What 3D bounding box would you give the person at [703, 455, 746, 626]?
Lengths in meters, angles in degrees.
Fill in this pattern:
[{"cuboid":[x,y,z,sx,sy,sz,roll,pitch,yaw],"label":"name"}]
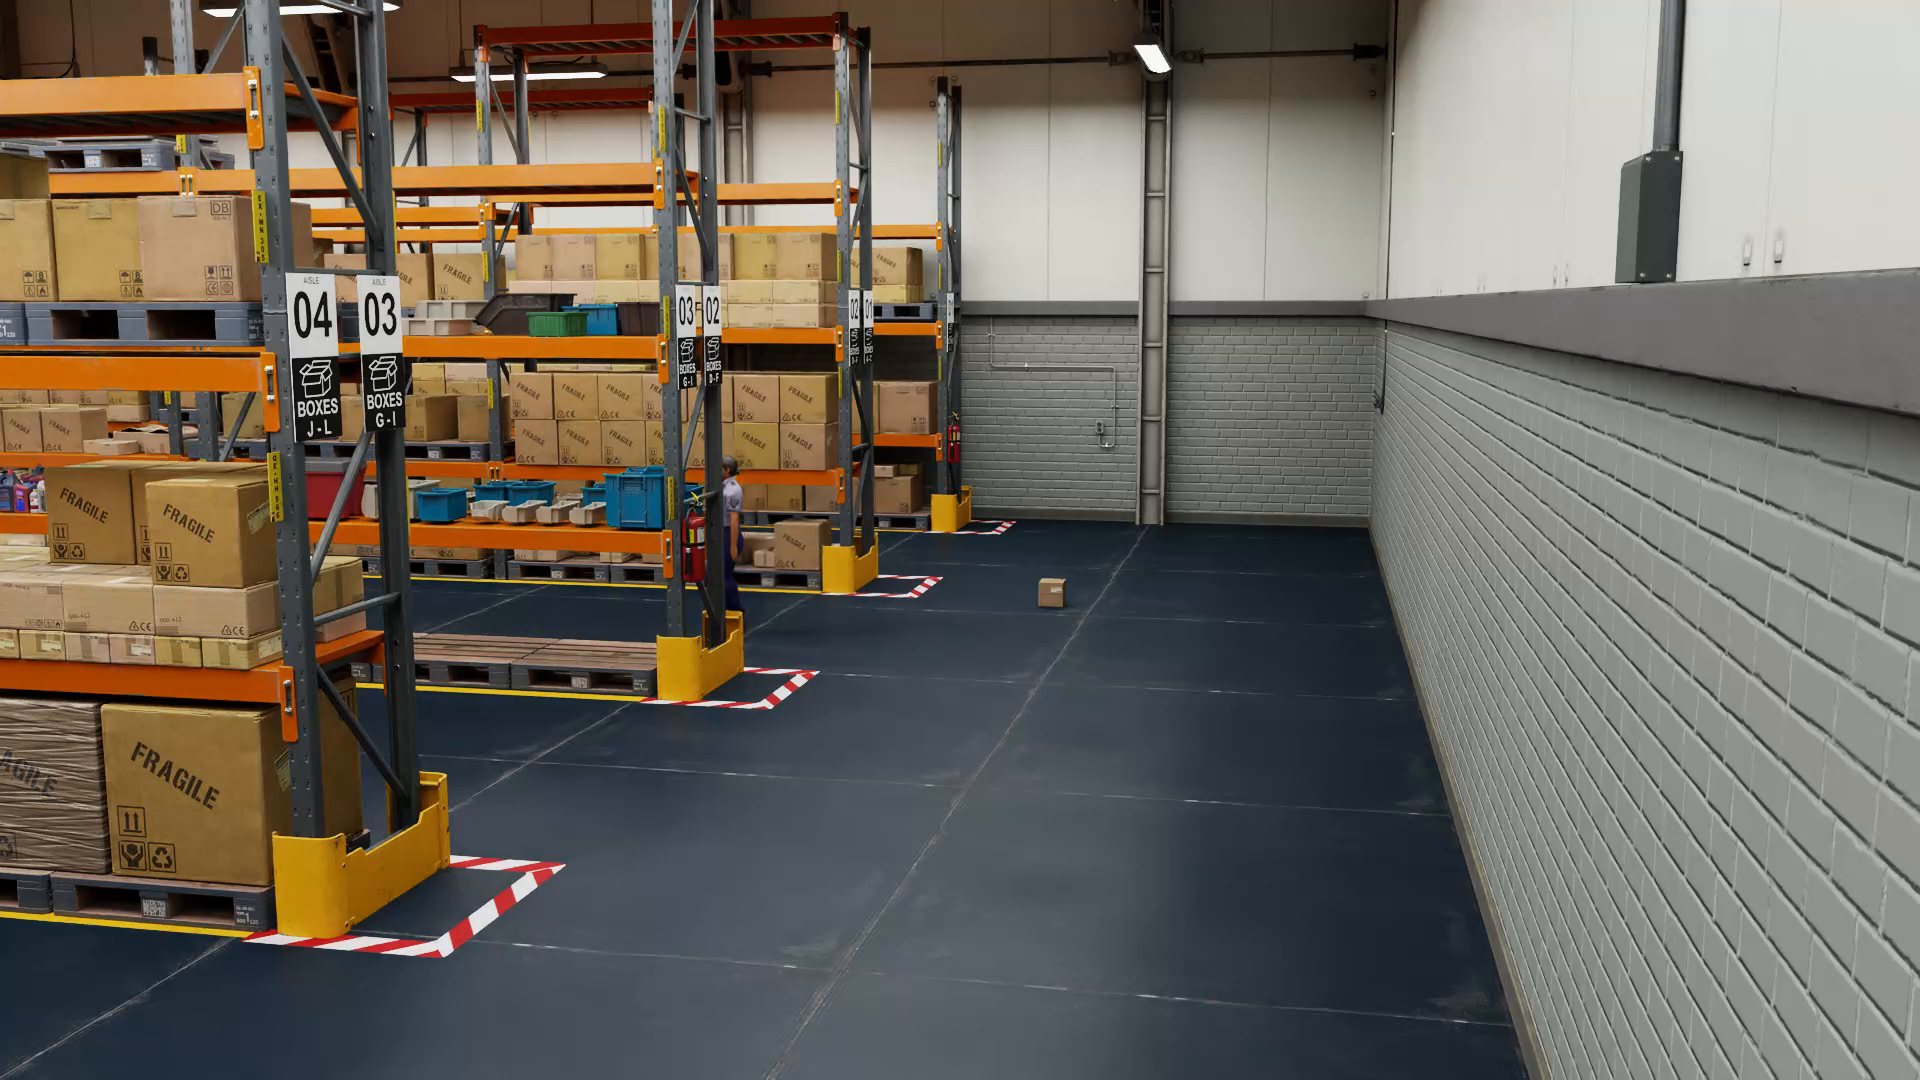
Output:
[{"cuboid":[-2.224,0.041,15.463,0.433,1.667,0.510,-2,8,-16],"label":"person"}]
